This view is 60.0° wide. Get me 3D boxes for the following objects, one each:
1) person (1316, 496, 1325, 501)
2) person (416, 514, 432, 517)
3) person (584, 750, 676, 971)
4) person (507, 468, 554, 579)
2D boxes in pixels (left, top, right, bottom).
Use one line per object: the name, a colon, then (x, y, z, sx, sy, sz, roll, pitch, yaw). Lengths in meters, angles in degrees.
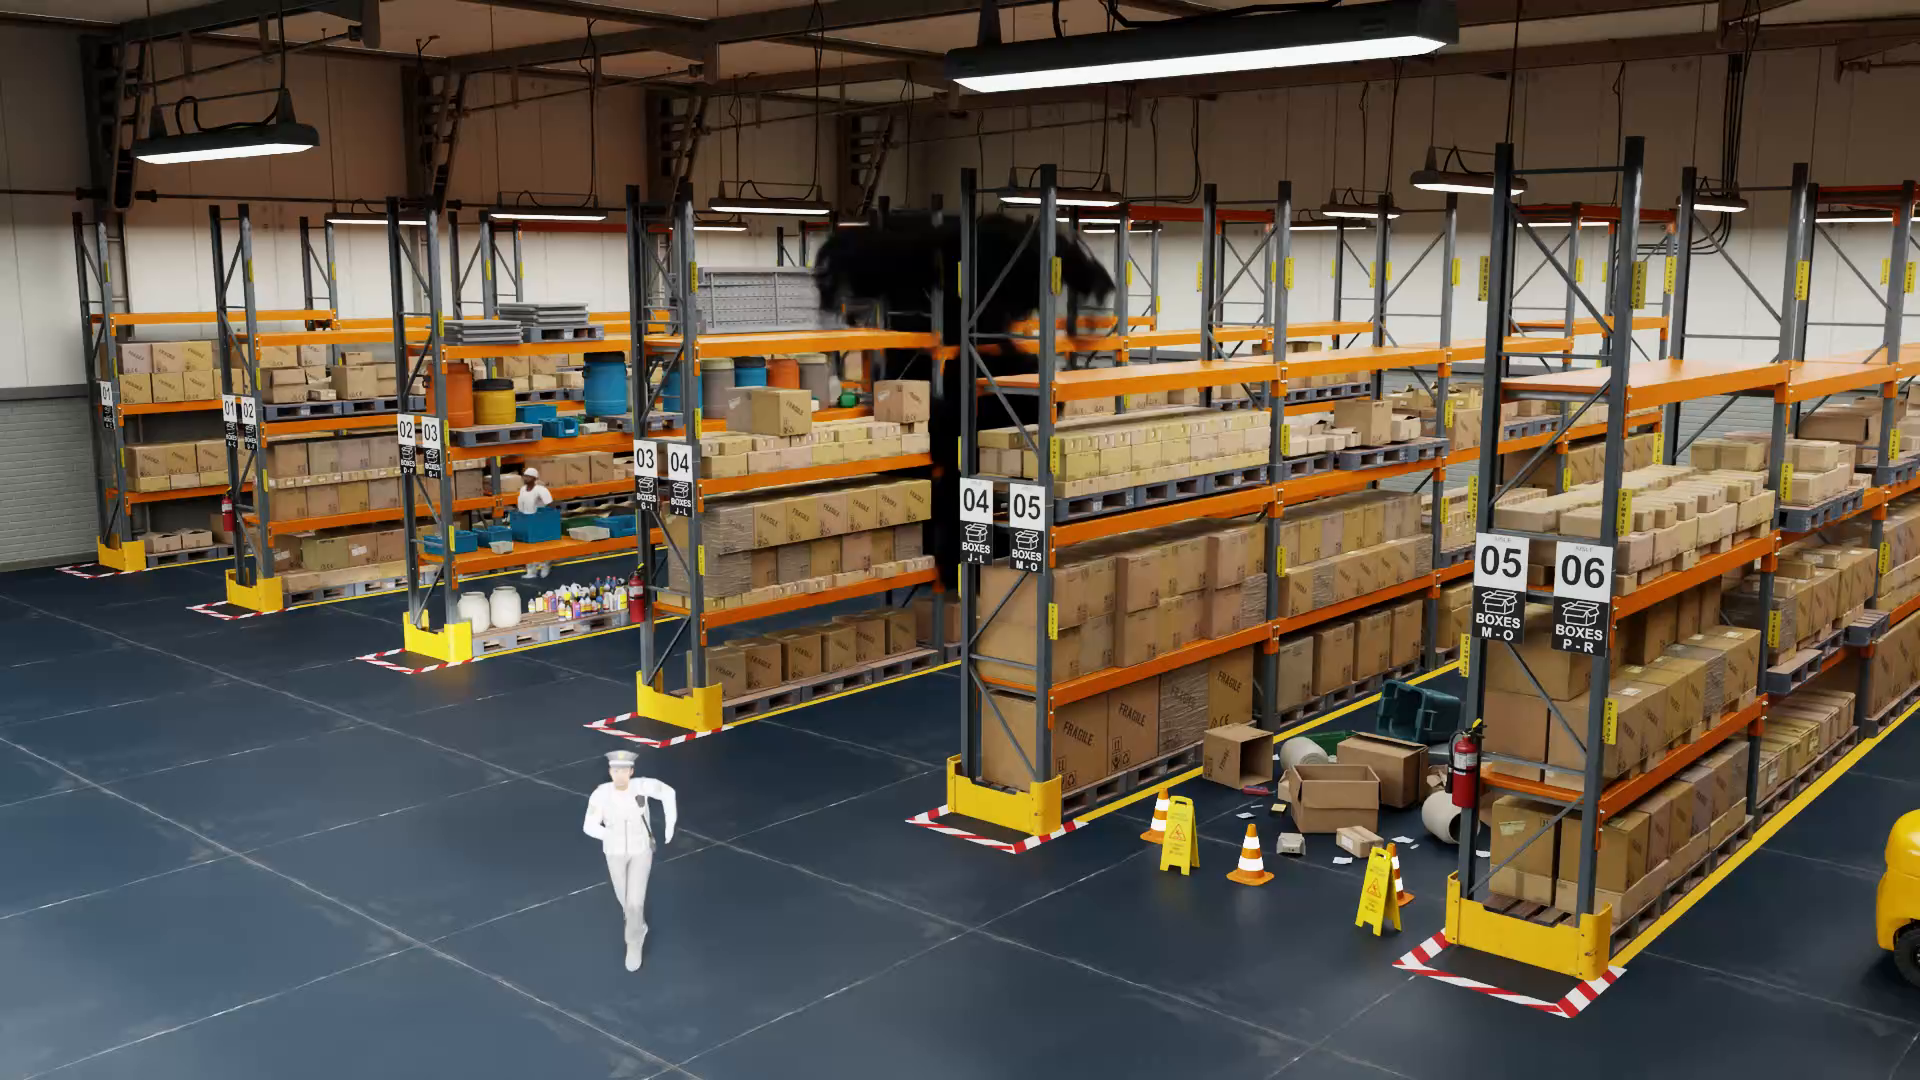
person: (5.333, 0.168, 24.700, 0.651, 1.624, 0.604, 7, 12, 35)
person: (-9.292, -0.473, 28.858, 0.705, 1.727, 0.661, 7, 12, 35)
person: (-2.428, 2.322, 12.278, 0.641, 1.679, 0.792, -1, 9, -4)
person: (-6.681, -0.255, 25.833, 0.697, 1.730, 0.514, 6, 11, 31)
